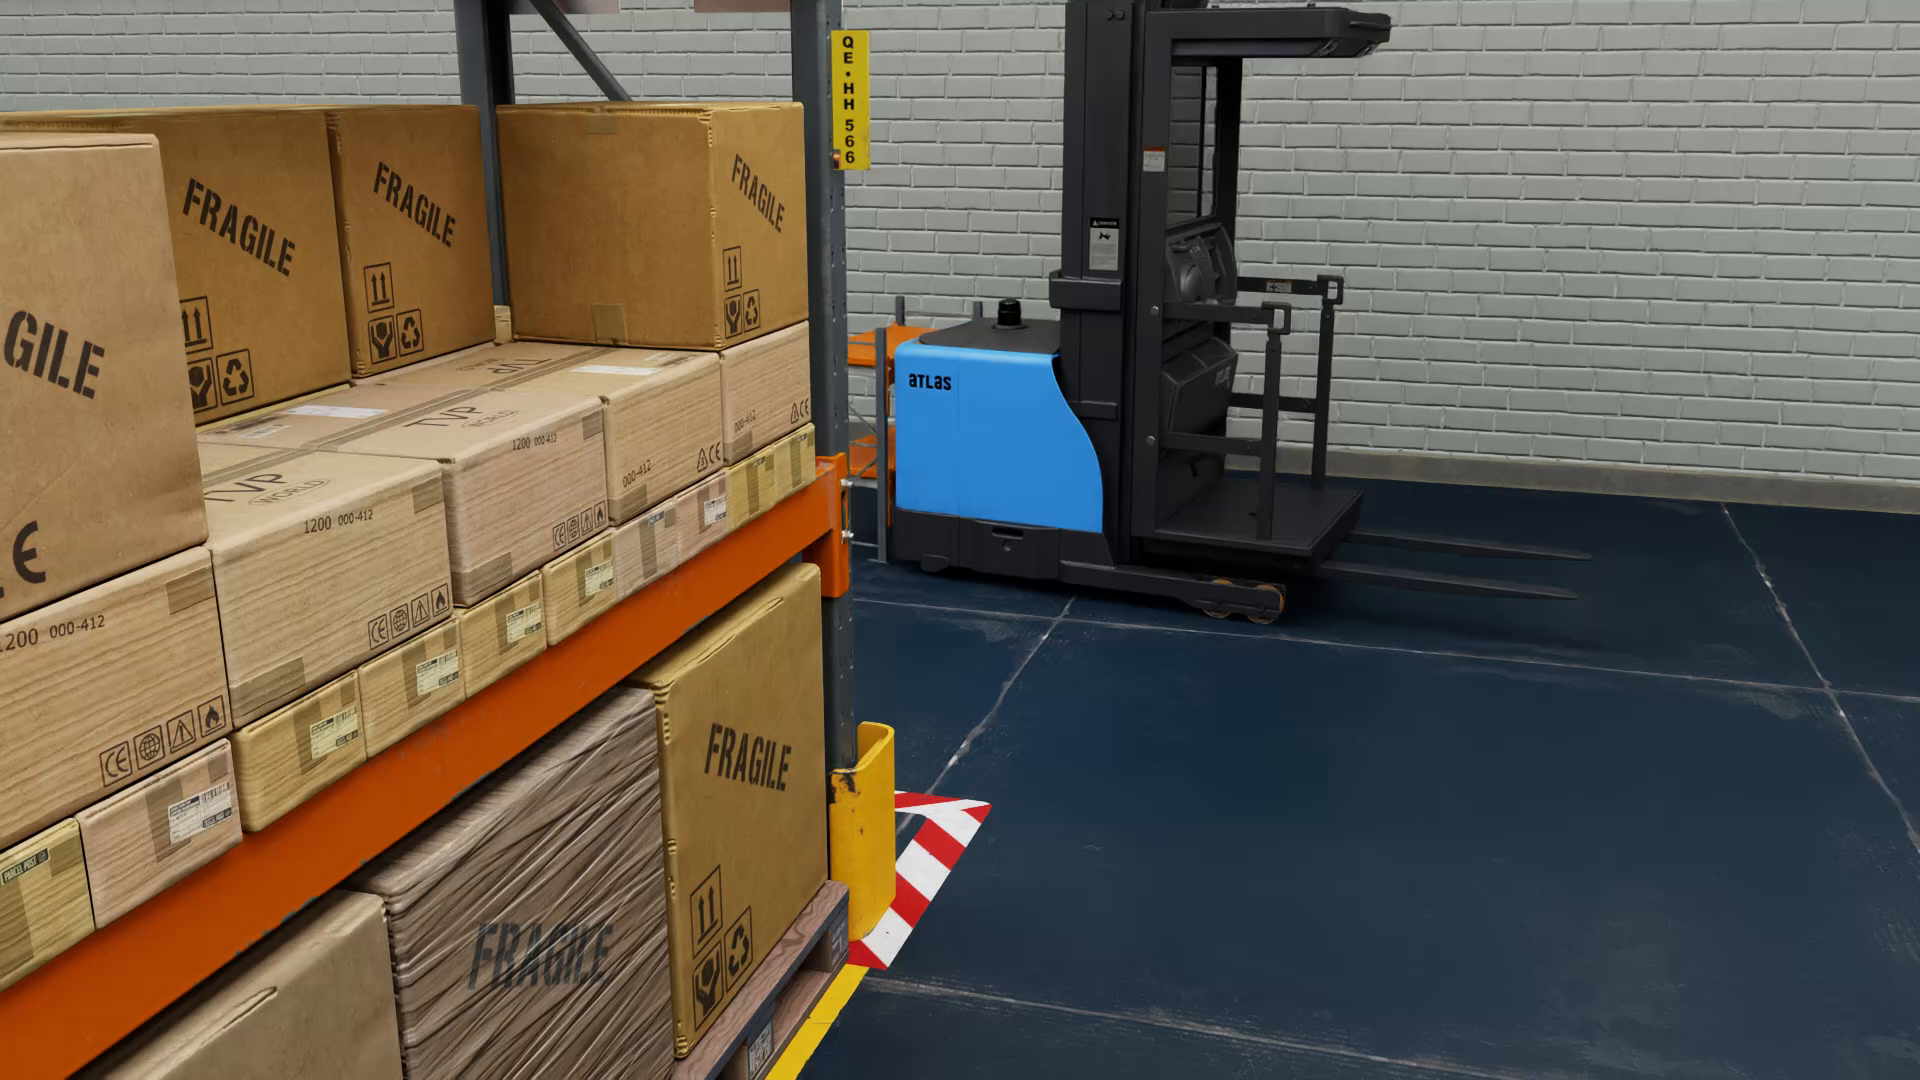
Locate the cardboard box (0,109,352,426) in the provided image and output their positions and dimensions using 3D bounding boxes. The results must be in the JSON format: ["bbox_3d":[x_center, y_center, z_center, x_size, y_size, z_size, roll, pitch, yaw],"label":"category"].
[{"bbox_3d":[-1.462,-0.496,2.935,0.500,0.500,0.500,4,16,14],"label":"cardboard box"}]

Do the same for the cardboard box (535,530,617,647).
[{"bbox_3d":[-0.857,0.072,3.041,0.380,0.149,0.250,4,16,15],"label":"cardboard box"}]

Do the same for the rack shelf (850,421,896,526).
[{"bbox_3d":[-0.340,-0.350,8.398,0.538,0.278,1.000,8,18,26],"label":"rack shelf"}]

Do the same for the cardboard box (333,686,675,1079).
[{"bbox_3d":[-1.147,0.797,3.148,0.875,0.875,0.875,5,16,16],"label":"cardboard box"}]

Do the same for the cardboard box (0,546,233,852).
[{"bbox_3d":[-1.247,0.172,1.956,0.500,0.250,0.500,5,17,17],"label":"cardboard box"}]

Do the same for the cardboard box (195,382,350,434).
[{"bbox_3d":[-1.466,-0.134,3.034,0.500,0.250,0.500,4,16,14],"label":"cardboard box"}]

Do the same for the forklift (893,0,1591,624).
[{"bbox_3d":[1.247,-1.217,7.249,3.031,2.935,1.130,7,17,24],"label":"forklift"}]

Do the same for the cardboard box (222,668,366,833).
[{"bbox_3d":[-1.075,0.272,2.332,0.380,0.149,0.250,4,16,14],"label":"cardboard box"}]

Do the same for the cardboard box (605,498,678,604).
[{"bbox_3d":[-0.785,0.003,3.280,0.380,0.149,0.250,5,17,17],"label":"cardboard box"}]

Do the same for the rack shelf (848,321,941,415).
[{"bbox_3d":[-0.340,-0.867,8.252,0.538,0.278,1.000,8,18,26],"label":"rack shelf"}]

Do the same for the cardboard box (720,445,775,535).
[{"bbox_3d":[-0.641,-0.128,3.743,0.380,0.149,0.250,5,17,16],"label":"cardboard box"}]

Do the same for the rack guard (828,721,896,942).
[{"bbox_3d":[-0.776,0.761,4.730,1.175,0.500,0.348,5,16,16],"label":"rack guard"}]

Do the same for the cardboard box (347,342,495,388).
[{"bbox_3d":[-1.320,-0.265,3.497,0.500,0.250,0.500,4,16,15],"label":"cardboard box"}]

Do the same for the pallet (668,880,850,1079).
[{"bbox_3d":[-0.935,1.121,3.989,1.003,0.211,1.213,5,16,16],"label":"pallet"}]

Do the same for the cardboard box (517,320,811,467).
[{"bbox_3d":[-0.666,-0.359,3.828,0.500,0.250,0.500,4,16,15],"label":"cardboard box"}]

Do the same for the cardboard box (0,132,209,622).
[{"bbox_3d":[-1.248,-0.191,1.860,0.500,0.500,0.500,4,16,14],"label":"cardboard box"}]

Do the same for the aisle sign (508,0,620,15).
[{"bbox_3d":[-1.050,-1.728,4.161,0.394,0.787,0.004,5,16,16],"label":"aisle sign"}]

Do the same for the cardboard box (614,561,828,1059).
[{"bbox_3d":[-0.888,0.558,3.988,0.875,0.875,0.875,5,16,16],"label":"cardboard box"}]

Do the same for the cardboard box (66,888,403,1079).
[{"bbox_3d":[-1.400,1.029,2.327,0.875,0.875,0.875,5,16,16],"label":"cardboard box"}]

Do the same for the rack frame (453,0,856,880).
[{"bbox_3d":[-0.783,-0.435,4.367,1.000,3.000,0.127,5,16,16],"label":"rack frame"}]

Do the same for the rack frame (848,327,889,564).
[{"bbox_3d":[-0.568,-0.461,7.894,0.500,1.125,0.032,8,18,26],"label":"rack frame"}]

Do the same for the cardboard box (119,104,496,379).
[{"bbox_3d":[-1.320,-0.632,3.415,0.500,0.500,0.500,4,16,15],"label":"cardboard box"}]

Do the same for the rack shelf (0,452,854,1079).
[{"bbox_3d":[-1.351,0.434,2.621,1.077,0.370,4.000,5,16,16],"label":"rack shelf"}]

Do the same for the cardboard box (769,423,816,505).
[{"bbox_3d":[-0.569,-0.196,3.983,0.380,0.149,0.250,5,17,17],"label":"cardboard box"}]

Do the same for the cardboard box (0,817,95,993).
[{"bbox_3d":[-1.222,0.407,1.858,0.380,0.149,0.250,4,16,15],"label":"cardboard box"}]

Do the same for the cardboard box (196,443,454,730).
[{"bbox_3d":[-1.100,0.043,2.409,0.500,0.250,0.500,5,16,16],"label":"cardboard box"}]

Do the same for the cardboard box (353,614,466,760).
[{"bbox_3d":[-1.003,0.204,2.573,0.380,0.149,0.250,5,17,17],"label":"cardboard box"}]

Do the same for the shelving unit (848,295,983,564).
[{"bbox_3d":[-0.340,-0.585,8.331,0.538,1.125,1.048,8,18,26],"label":"shelving unit"}]

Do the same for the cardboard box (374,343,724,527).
[{"bbox_3d":[-0.811,-0.226,3.360,0.500,0.250,0.500,4,16,15],"label":"cardboard box"}]

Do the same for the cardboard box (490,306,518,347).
[{"bbox_3d":[-1.178,-0.402,3.978,0.500,0.250,0.500,4,16,14],"label":"cardboard box"}]

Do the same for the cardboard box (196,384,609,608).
[{"bbox_3d":[-0.955,-0.093,2.890,0.500,0.250,0.500,4,16,14],"label":"cardboard box"}]

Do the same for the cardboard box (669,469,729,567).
[{"bbox_3d":[-0.714,-0.062,3.510,0.380,0.149,0.250,5,16,16],"label":"cardboard box"}]

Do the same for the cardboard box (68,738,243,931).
[{"bbox_3d":[-1.149,0.341,2.090,0.380,0.149,0.250,5,17,17],"label":"cardboard box"}]

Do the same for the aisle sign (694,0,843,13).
[{"bbox_3d":[-0.475,-1.682,3.997,0.394,0.787,0.004,5,16,16],"label":"aisle sign"}]

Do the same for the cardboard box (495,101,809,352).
[{"bbox_3d":[-0.670,-0.719,3.724,0.500,0.500,0.500,5,17,17],"label":"cardboard box"}]

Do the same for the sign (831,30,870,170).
[{"bbox_3d":[-0.267,-1.061,4.016,0.100,0.325,0.005,5,16,16],"label":"sign"}]

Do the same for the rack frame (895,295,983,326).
[{"bbox_3d":[-0.112,-0.709,8.768,0.500,1.125,0.032,8,18,26],"label":"rack frame"}]

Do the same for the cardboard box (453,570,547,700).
[{"bbox_3d":[-0.931,0.139,2.801,0.380,0.149,0.250,5,16,16],"label":"cardboard box"}]
